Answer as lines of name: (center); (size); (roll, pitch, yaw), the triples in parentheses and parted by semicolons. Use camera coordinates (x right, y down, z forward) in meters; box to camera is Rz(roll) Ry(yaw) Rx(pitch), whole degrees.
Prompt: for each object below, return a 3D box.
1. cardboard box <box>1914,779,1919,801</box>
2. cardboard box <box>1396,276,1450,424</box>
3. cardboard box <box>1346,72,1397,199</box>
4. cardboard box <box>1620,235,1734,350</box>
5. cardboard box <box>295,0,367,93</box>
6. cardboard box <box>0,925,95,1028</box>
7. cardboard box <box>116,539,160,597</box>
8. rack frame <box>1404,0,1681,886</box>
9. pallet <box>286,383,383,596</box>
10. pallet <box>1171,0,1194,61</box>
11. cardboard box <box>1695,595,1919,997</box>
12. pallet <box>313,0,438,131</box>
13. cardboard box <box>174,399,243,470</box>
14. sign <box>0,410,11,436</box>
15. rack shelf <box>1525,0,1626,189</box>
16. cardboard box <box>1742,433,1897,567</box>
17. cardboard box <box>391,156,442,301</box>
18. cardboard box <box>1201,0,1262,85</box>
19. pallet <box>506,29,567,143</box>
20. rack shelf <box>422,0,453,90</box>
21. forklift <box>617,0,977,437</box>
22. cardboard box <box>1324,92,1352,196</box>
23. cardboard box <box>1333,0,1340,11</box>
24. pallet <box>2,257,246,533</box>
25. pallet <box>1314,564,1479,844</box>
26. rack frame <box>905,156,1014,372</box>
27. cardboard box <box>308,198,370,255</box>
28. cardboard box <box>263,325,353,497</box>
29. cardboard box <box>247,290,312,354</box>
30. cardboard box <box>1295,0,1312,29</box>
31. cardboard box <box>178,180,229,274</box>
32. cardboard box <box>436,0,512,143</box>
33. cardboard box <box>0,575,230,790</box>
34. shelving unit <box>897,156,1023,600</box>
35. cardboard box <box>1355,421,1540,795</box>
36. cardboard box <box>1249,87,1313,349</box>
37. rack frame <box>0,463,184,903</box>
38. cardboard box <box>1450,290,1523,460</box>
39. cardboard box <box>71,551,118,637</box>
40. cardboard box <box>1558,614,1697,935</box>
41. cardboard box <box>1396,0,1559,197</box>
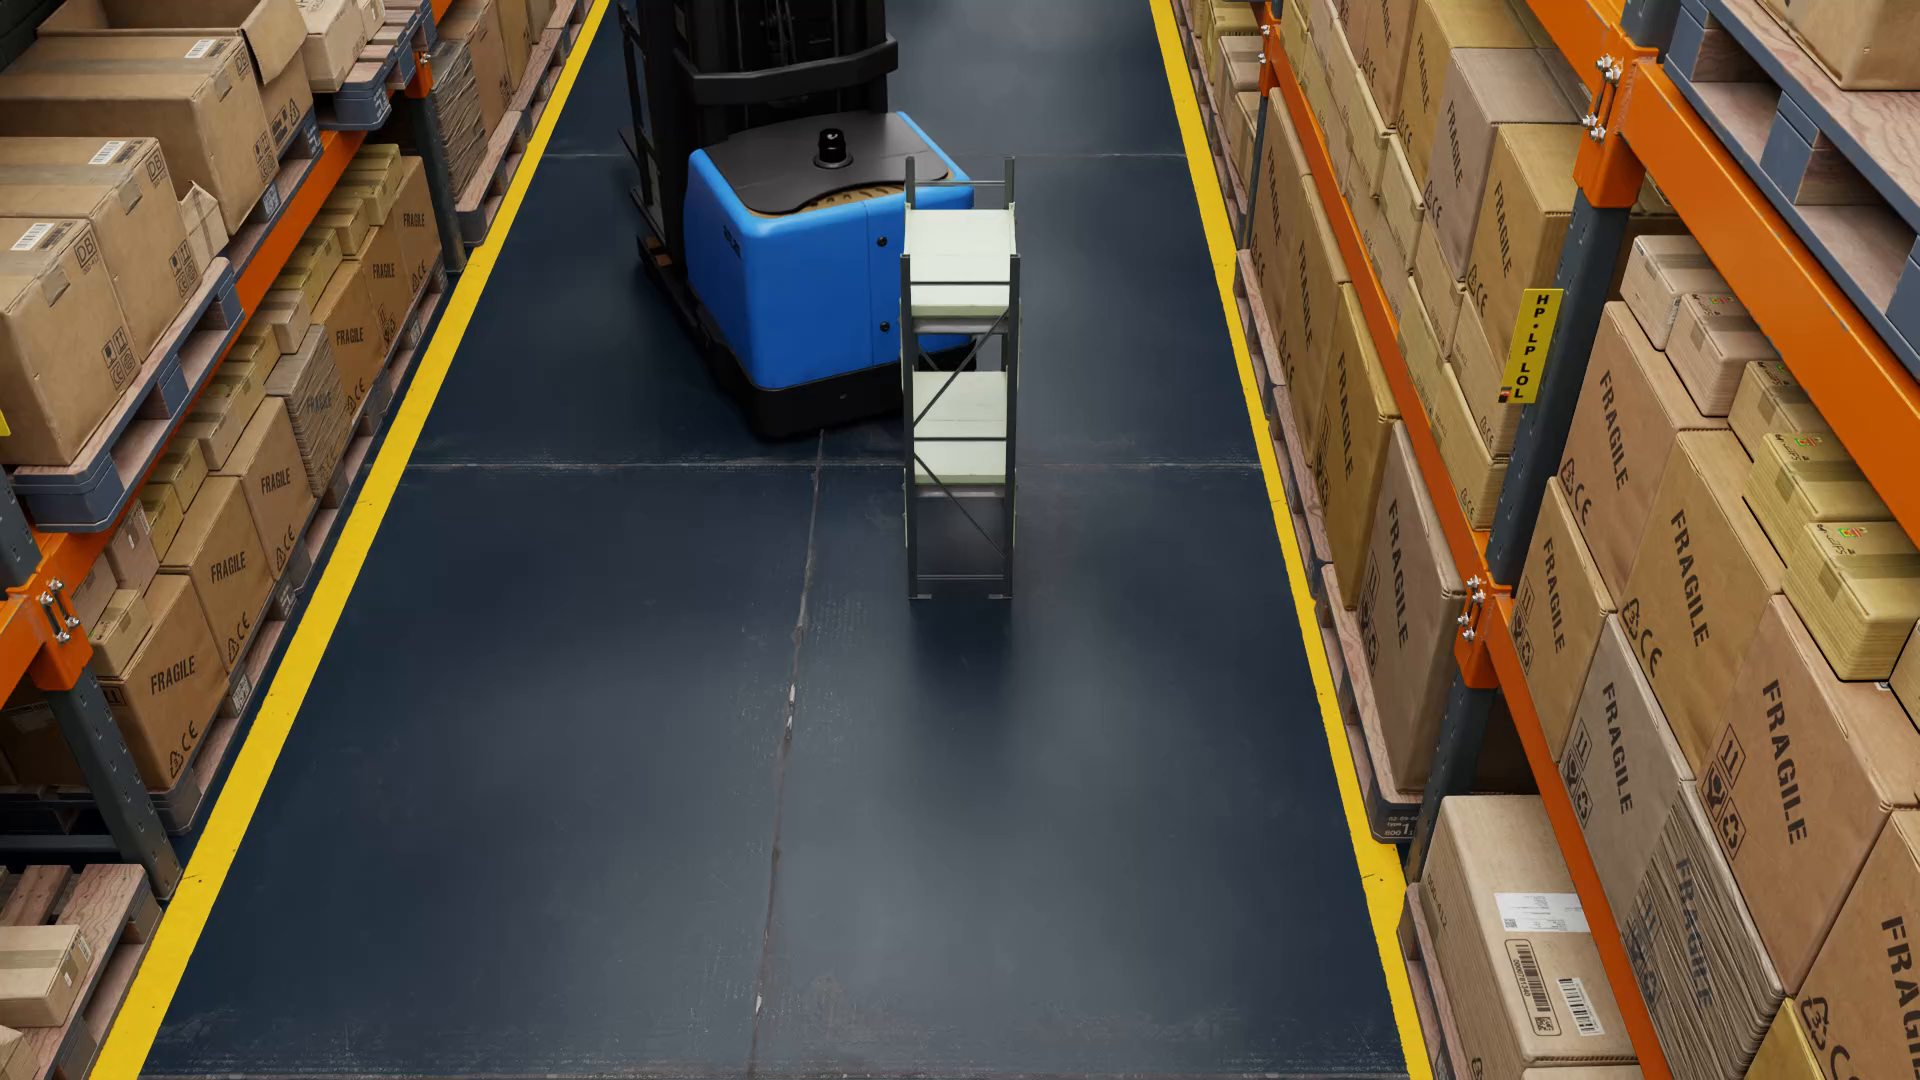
cardboard box: (1.667, 0.410, 2.442); (0.380, 0.149, 0.250); (0, 39, 0)
cardboard box: (1.691, -0.598, 5.218); (0.500, 0.250, 0.500); (-1, 39, -1)
cardboard box: (1.667, -1.427, 5.852); (0.500, 0.250, 0.500); (1, 39, 1)
cardboard box: (1.684, -0.542, 3.630); (0.380, 0.149, 0.250); (-1, 39, -1)
cardboard box: (-2.700, -1.999, 6.630); (0.500, 0.250, 0.500); (-2, 39, -2)
cardboard box: (-2.726, 1.245, 4.742); (0.380, 0.149, 0.250); (-1, 39, -1)
cardboard box: (-2.833, 0.109, 5.360); (0.380, 0.149, 0.250); (-1, 39, -1)
rack frame: (1.943, -0.058, 4.423); (1.000, 3.000, 0.127); (0, 39, 0)
pallet: (-3.064, -0.237, 6.877); (1.003, 0.211, 1.213); (0, 39, 0)
pallet: (1.936, -3.486, 10.931); (1.003, 0.211, 1.213); (0, 39, 0)
cardboard box: (1.685, 0.447, 2.914); (0.500, 0.500, 0.500); (1, 39, 1)
pallet: (-2.954, -2.055, 7.069); (1.213, 0.211, 1.003); (0, 39, 0)
cardboard box: (-2.821, -0.379, 5.969); (0.380, 0.149, 0.250); (0, 39, 0)
sign: (-2.478, -0.395, 4.152); (0.100, 0.325, 0.005); (0, 39, 0)
rack shelf: (1.941, -2.198, 5.271); (1.077, 0.370, 4.000); (0, 39, 0)
cardboard box: (1.682, -0.067, 3.037); (0.380, 0.149, 0.250); (0, 39, 0)
cardboard box: (-2.810, -1.477, 7.858); (0.500, 0.500, 0.500); (1, 39, 1)
cardboard box: (1.944, -2.987, 9.844); (0.950, 0.372, 0.625); (1, 39, 1)
pallet: (-2.986, -2.741, 10.002); (1.003, 0.211, 1.213); (0, 39, 0)
rack shelf: (-3.027, -3.523, 9.323); (1.077, 0.370, 4.000); (0, 39, 0)
forklift: (-0.987, -2.510, 7.538); (1.130, 2.935, 3.031); (-16, 41, -19)
cardboard box: (1.701, -1.545, 6.400); (0.500, 0.250, 0.500); (1, 39, 1)
cardboard box: (1.705, -2.370, 6.429); (0.500, 0.500, 0.500); (0, 39, 0)
pallet: (-2.912, -0.477, 5.100); (1.003, 0.211, 1.213); (0, 39, 0)
pallet: (1.867, 0.548, 5.898); (1.003, 0.211, 1.213); (0, 39, 0)
rack frame: (0.000, -0.818, 6.572); (0.400, 1.500, 0.023); (0, 39, 0)
cardboard box: (-2.784, -1.351, 7.181); (0.380, 0.149, 0.250); (-1, 39, -2)
cardboard box: (-2.797, -0.512, 6.654); (0.500, 0.500, 0.500); (-1, 39, -2)
cardboard box: (-2.798, -0.857, 6.565); (0.380, 0.149, 0.250); (-2, 39, -2)
cardboard box: (1.692, -2.379, 7.040); (0.500, 0.250, 0.500); (0, 39, 0)
cardboard box: (-2.638, -1.032, 5.411); (0.396, 0.266, 0.258); (2, 39, 2)
cardboard box: (-3.021, -2.589, 9.145); (0.875, 0.625, 0.625); (1, 39, 1)
cardboard box: (-2.796, 0.457, 5.444); (0.500, 0.500, 0.500); (2, 39, 2)
shelving unit: (0.000, -0.589, 6.286); (0.431, 1.500, 0.755); (0, 39, 0)
cardboard box: (1.862, 0.220, 5.440); (0.875, 0.875, 0.875); (1, 39, 1)
cardboard box: (1.856, -1.462, 7.539); (0.875, 0.875, 0.875); (0, 39, 0)
rack frame: (-3.021, -0.052, 4.416); (1.000, 3.000, 0.127); (0, 39, 0)
cardboard box: (1.699, -0.470, 4.658); (0.500, 0.250, 0.500); (0, 39, 0)
cardboard box: (-2.815, 0.166, 5.051); (0.380, 0.149, 0.250); (-1, 39, -1)
cardboard box: (1.678, 0.512, 3.633); (0.500, 0.500, 0.500); (0, 39, 0)
cardboard box: (1.703, -1.407, 5.227); (0.500, 0.500, 0.500); (1, 39, 1)
